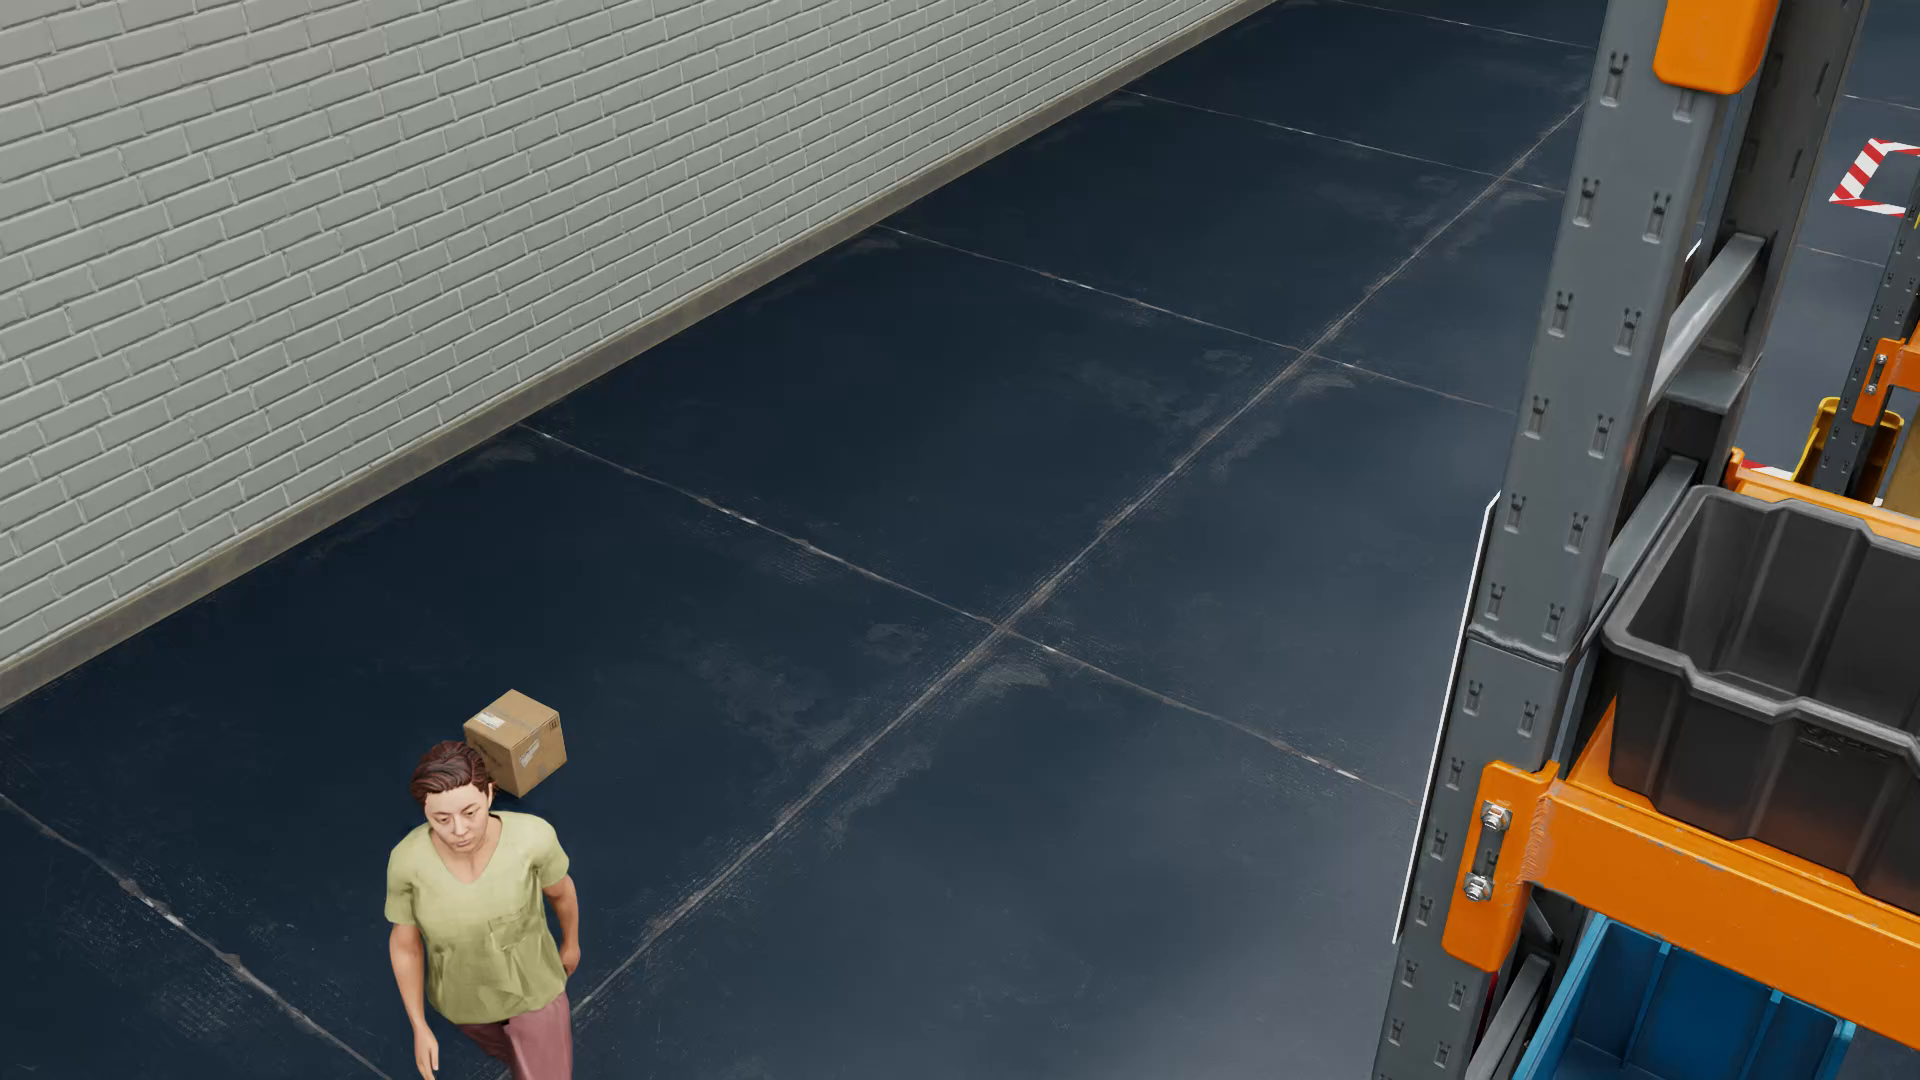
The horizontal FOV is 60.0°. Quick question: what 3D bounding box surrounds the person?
[{"bbox_3d":[-1.223,1.222,4.356,0.458,1.605,1.027,-4,35,-6],"label":"person"}]
